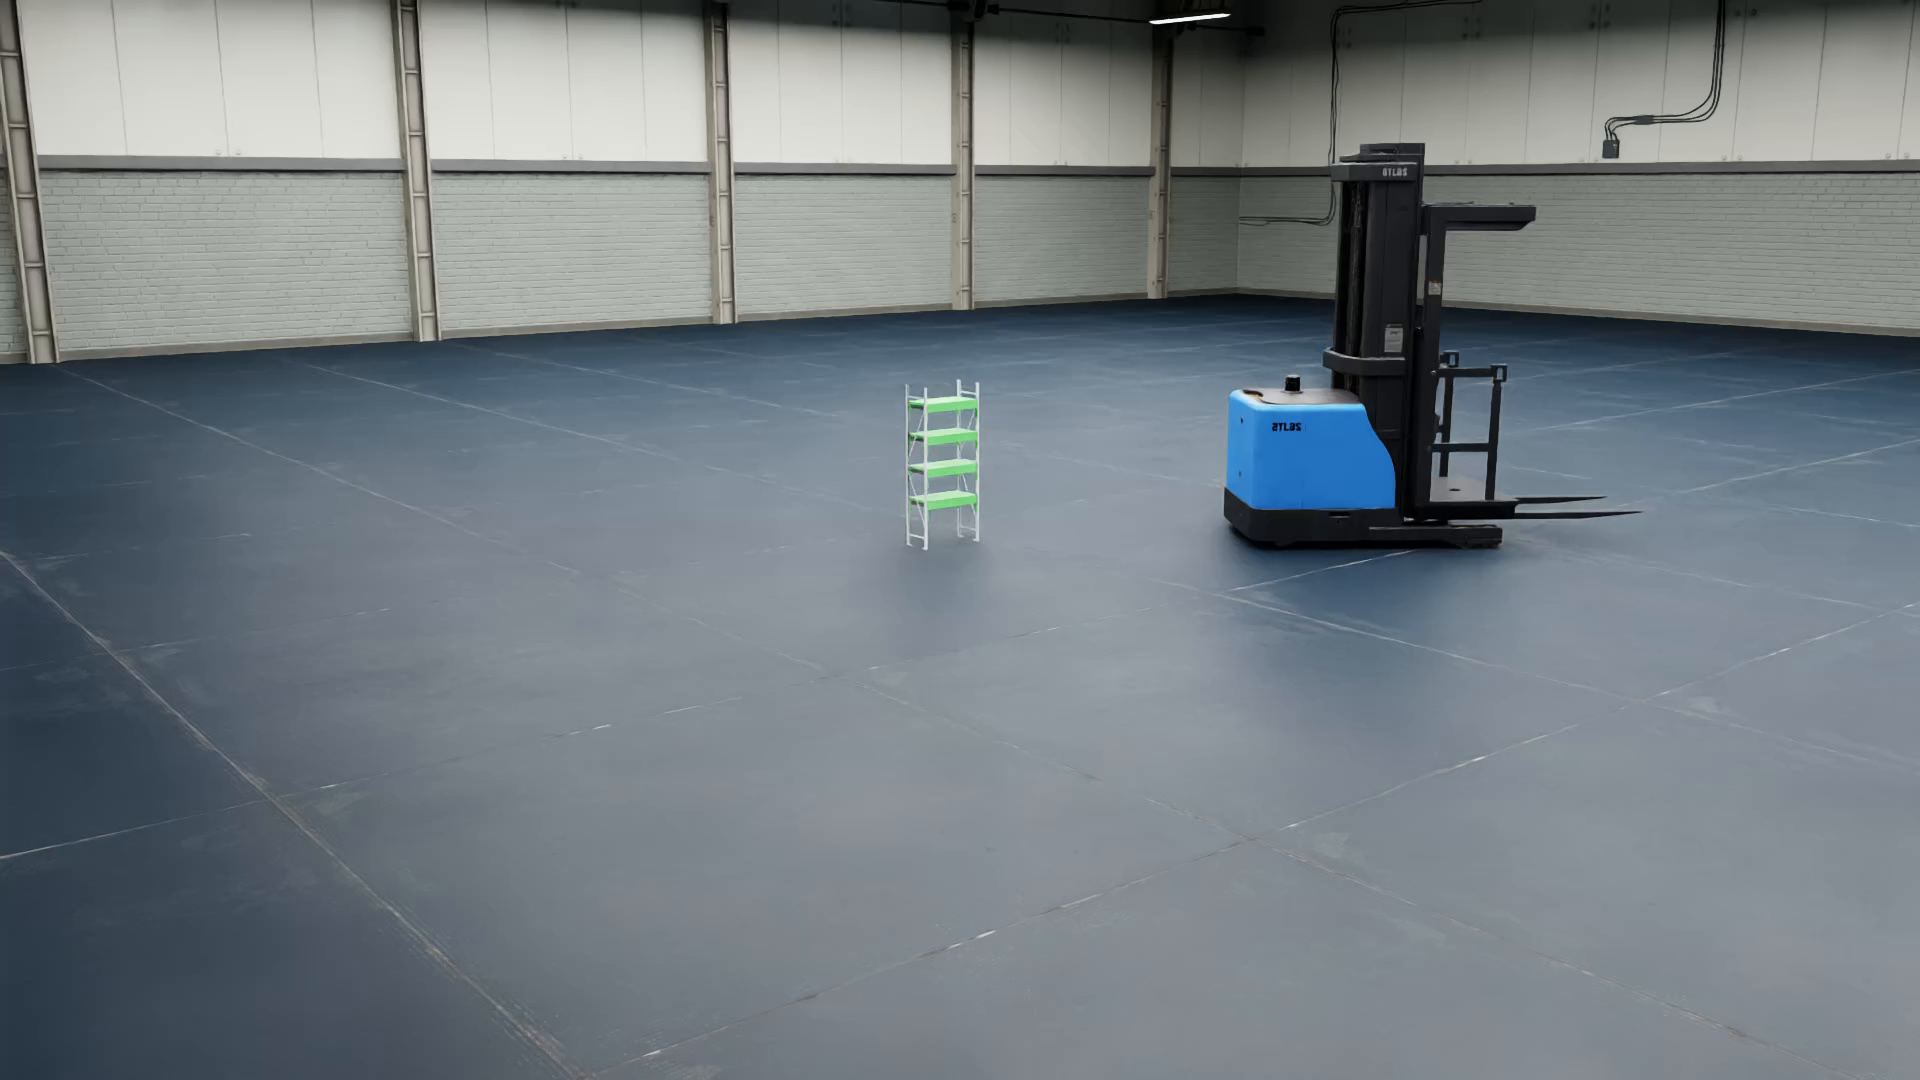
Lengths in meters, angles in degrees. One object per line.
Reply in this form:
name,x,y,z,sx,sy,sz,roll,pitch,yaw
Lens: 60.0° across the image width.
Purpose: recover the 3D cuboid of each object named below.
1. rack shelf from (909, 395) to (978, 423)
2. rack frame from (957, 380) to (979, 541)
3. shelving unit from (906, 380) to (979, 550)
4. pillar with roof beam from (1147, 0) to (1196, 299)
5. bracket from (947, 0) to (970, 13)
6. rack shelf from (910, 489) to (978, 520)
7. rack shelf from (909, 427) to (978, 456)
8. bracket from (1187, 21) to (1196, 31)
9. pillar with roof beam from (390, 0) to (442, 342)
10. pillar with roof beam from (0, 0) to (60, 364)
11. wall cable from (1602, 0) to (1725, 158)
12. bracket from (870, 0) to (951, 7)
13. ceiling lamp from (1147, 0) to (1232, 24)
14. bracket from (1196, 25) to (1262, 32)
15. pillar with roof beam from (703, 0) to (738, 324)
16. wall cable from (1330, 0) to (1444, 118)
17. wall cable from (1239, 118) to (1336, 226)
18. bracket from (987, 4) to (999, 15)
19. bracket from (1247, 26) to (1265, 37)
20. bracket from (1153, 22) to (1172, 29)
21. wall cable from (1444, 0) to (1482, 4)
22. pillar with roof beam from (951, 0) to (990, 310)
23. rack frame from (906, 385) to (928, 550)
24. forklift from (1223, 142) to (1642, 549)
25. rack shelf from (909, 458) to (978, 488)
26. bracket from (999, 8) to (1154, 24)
rack shelf,-0.129,-0.972,12.317,0.480,0.148,0.258,-9,15,-38
rack frame,0.061,-0.597,12.552,0.015,1.200,0.240,-9,15,-38
shelving unit,-0.129,-0.565,12.403,0.503,1.200,0.258,-9,15,-38
pillar with roof beam,7.437,-9.530,35.844,0.548,9.000,9.100,-9,15,-38
bracket,-0.040,-11.099,34.567,0.430,0.232,0.235,-9,15,-38
rack shelf,-0.129,-0.268,12.466,0.480,0.148,0.258,-9,15,-38
rack shelf,-0.129,-0.738,12.366,0.480,0.148,0.258,-9,15,-38
bracket,5.293,-11.985,38.740,0.430,0.232,0.235,-9,15,-38
pillar with roof beam,-6.619,-7.194,24.844,0.400,9.000,9.100,-9,15,-38
pillar with roof beam,-11.304,-6.416,21.178,0.400,9.000,9.100,-9,15,-38
wall cable,13.792,-10.518,32.308,0.169,6.003,2.305,-9,15,-38
bracket,-2.052,-10.764,32.992,4.783,0.066,0.076,-9,15,-38
ceiling lamp,4.697,-11.812,32.536,0.800,3.185,2.000,-9,15,-38
bracket,6.682,-12.216,39.828,3.189,0.066,0.076,-9,15,-38
pillar with roof beam,-1.934,-7.973,28.511,0.548,9.000,9.100,-9,15,-38
wall cable,9.564,-10.909,37.654,0.112,2.526,3.097,-9,15,-38
wall cable,7.874,-8.877,40.245,0.112,2.526,3.097,-9,15,-38
bracket,0.608,-11.207,35.074,0.430,0.232,0.235,-9,15,-38
bracket,7.144,-12.293,40.189,0.430,0.232,0.235,-9,15,-38
bracket,4.645,-11.877,38.233,0.430,0.232,0.235,-9,15,-38
wall cable,11.497,-12.632,34.817,0.112,2.526,3.097,-9,15,-38
pillar with roof beam,2.751,-8.751,32.177,0.548,9.000,9.100,-9,15,-38
rack frame,-0.320,-0.534,12.254,0.015,1.200,0.240,-9,15,-38
forklift,3.624,-1.480,12.543,3.031,2.935,1.130,-1,12,-3
rack shelf,-0.129,-0.503,12.416,0.480,0.148,0.258,-9,15,-38
bracket,2.633,-11.543,36.659,4.783,0.066,0.076,-9,15,-38
